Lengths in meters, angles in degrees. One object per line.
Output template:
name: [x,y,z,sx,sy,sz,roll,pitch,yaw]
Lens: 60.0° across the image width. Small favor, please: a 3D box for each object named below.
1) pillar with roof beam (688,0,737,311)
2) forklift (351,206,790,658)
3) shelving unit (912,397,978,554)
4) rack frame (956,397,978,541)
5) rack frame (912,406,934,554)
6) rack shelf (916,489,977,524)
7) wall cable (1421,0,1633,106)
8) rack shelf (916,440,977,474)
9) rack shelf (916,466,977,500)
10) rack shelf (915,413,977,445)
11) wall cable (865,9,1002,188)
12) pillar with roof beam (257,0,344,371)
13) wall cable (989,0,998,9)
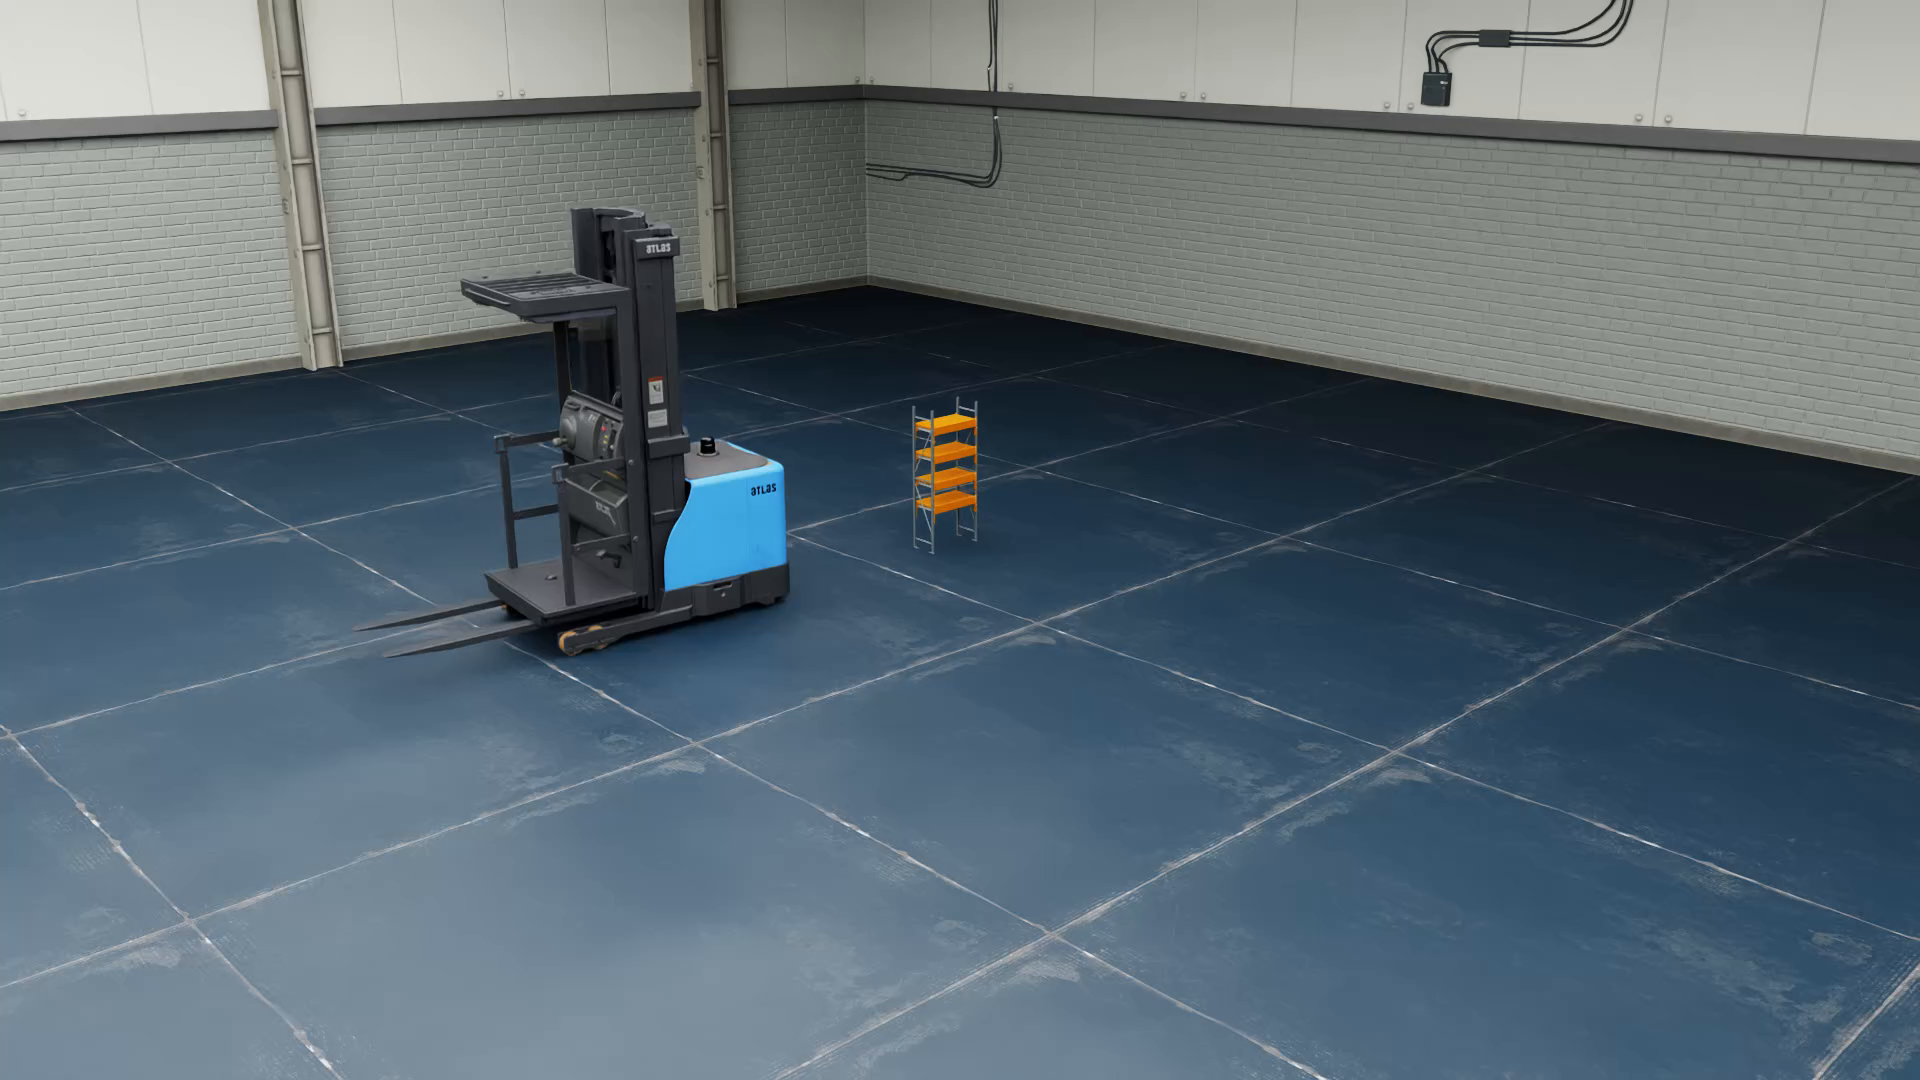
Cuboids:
pillar with roof beam: [-0.585,-6.741,20.185,0.400,9.000,9.100,-16,24,-41]
forklift: [-2.766,-0.777,11.629,3.031,2.935,1.130,-13,22,-35]
shelving unit: [-0.120,-0.536,13.691,0.503,1.200,0.258,-16,24,-41]
rack frame: [0.057,-0.587,13.851,0.015,1.200,0.240,-16,24,-41]
rack frame: [-0.298,-0.484,13.532,0.015,1.200,0.240,-16,24,-41]
rack shelf: [-0.120,-0.283,13.773,0.480,0.148,0.258,-16,24,-41]
wall cable: [6.018,-7.520,17.075,0.169,6.003,2.305,-16,24,-41]
rack shelf: [-0.120,-0.684,13.643,0.480,0.148,0.258,-16,24,-41]
rack shelf: [-0.120,-0.472,13.712,0.480,0.148,0.258,-16,24,-41]
rack shelf: [-0.120,-0.909,13.570,0.480,0.148,0.258,-16,24,-41]
wall cable: [-0.493,-6.556,24.651,0.112,2.526,3.097,-16,24,-41]
pillar with roof beam: [-4.944,-5.469,16.263,0.400,9.000,9.100,-16,24,-41]
wall cable: [1.365,-8.353,22.002,0.112,2.526,3.097,-16,24,-41]
